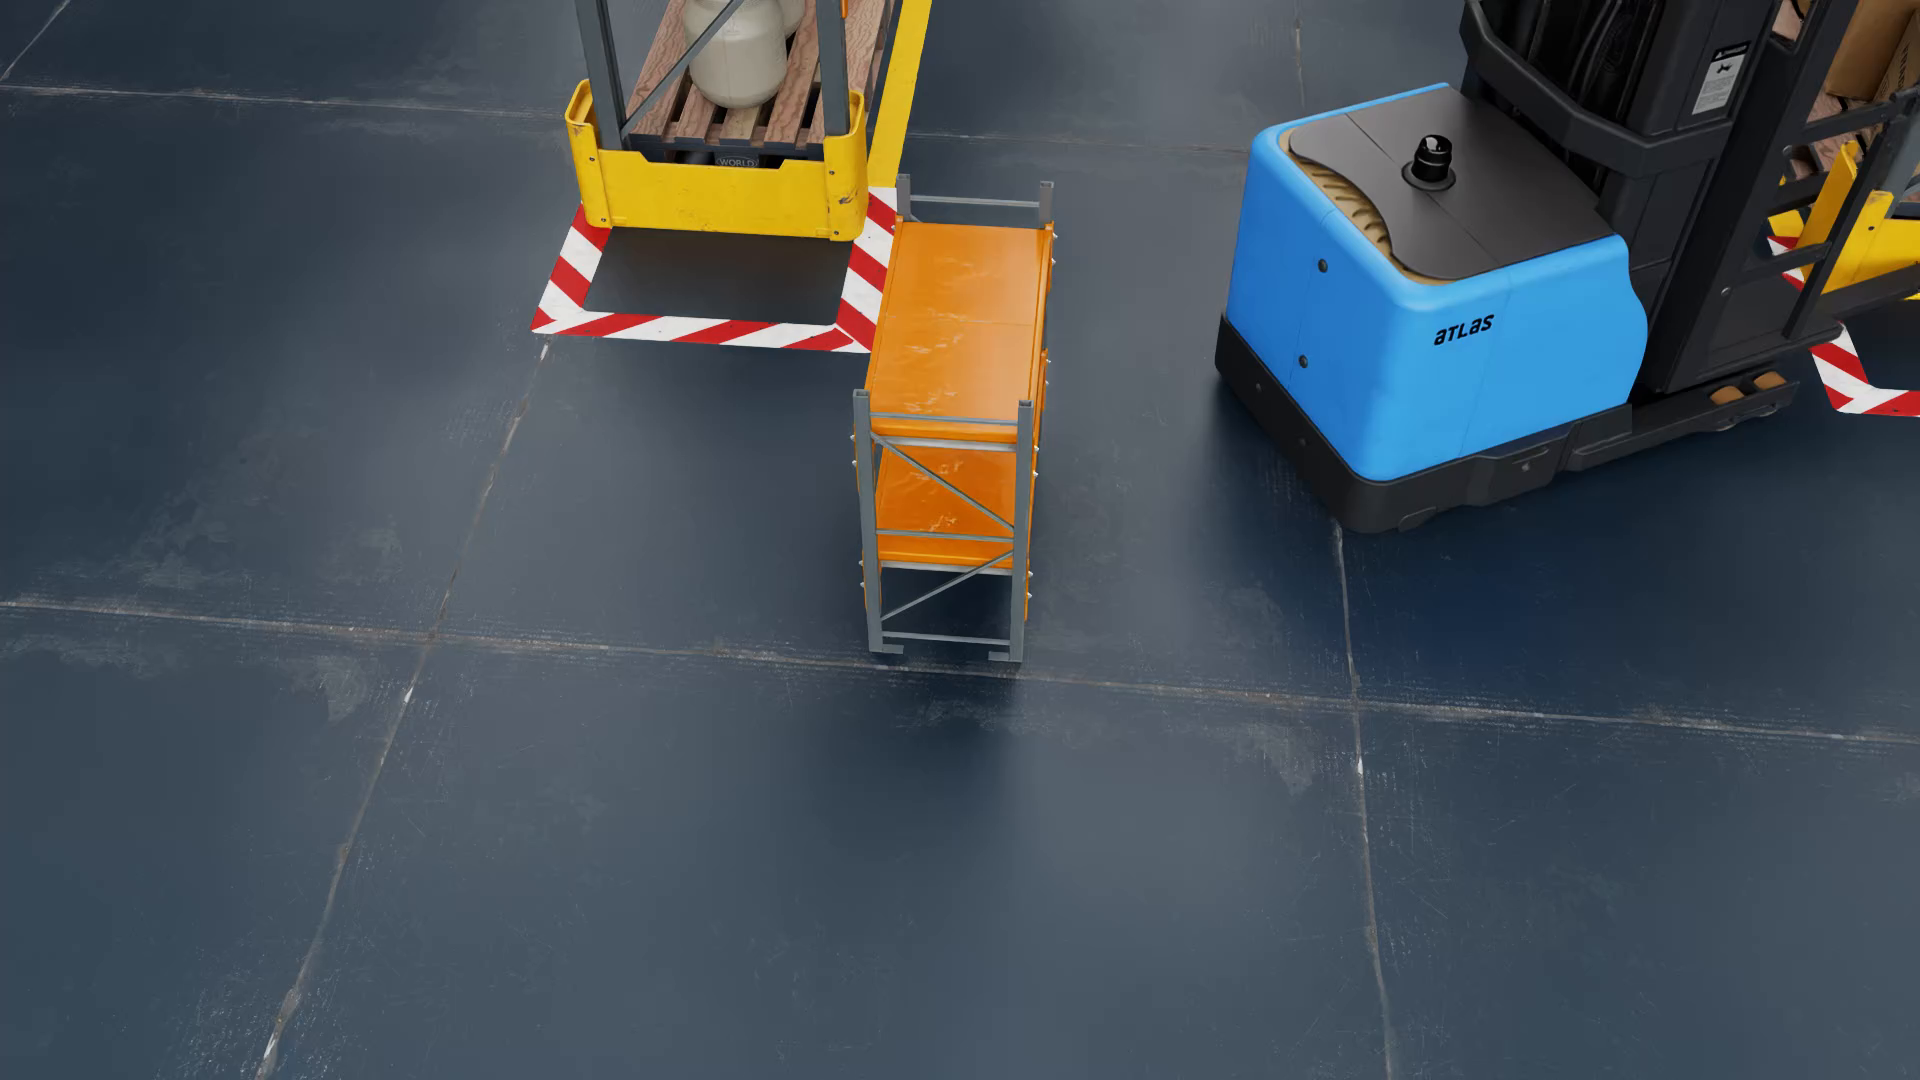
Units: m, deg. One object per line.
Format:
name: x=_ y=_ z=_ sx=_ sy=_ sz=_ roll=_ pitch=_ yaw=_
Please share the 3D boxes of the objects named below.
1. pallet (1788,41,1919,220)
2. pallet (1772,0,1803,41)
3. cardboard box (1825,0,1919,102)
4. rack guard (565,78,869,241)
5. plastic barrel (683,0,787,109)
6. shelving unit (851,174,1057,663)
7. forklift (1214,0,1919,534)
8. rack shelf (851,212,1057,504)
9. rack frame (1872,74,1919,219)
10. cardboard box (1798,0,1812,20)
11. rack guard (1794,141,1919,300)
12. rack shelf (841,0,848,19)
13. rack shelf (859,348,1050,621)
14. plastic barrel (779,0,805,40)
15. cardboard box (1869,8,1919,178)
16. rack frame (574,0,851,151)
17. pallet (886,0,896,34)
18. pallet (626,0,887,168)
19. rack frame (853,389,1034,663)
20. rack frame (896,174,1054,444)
pallet: x=4.108 y=-1.728 z=7.187 sx=1.003 sy=0.211 sz=1.213 roll=4 pitch=48 yaw=4
pallet: x=4.222 y=-2.622 z=8.005 sx=1.003 sy=0.211 sz=1.213 roll=4 pitch=48 yaw=4
cardboard box: x=4.086 y=-2.216 z=7.154 sx=0.500 sy=0.500 sz=0.500 roll=15 pitch=49 yaw=14
rack guard: x=-0.980 y=-1.567 z=6.845 sx=1.175 sy=0.500 sz=0.348 roll=4 pitch=48 yaw=4
plastic barrel: x=-0.956 y=-2.143 z=7.078 sx=0.421 sy=0.512 sz=0.421 roll=0 pitch=48 yaw=0
shelving unit: x=0.001 y=-0.385 z=5.339 sx=0.538 sy=1.125 sz=1.048 roll=4 pitch=48 yaw=4
forklift: x=2.524 y=-1.733 z=5.348 sx=3.031 sy=2.935 sz=1.130 roll=-18 pitch=50 yaw=-15
rack shelf: x=0.001 y=-0.582 z=5.123 sx=0.538 sy=0.278 sz=1.000 roll=4 pitch=48 yaw=4
rack frame: x=3.992 y=-2.019 z=5.564 sx=1.000 sy=3.000 sz=0.127 roll=4 pitch=48 yaw=4
cardboard box: x=4.162 y=-2.675 z=7.573 sx=0.500 sy=0.500 sz=0.500 roll=8 pitch=48 yaw=7
rack guard: x=3.999 y=-1.231 z=6.537 sx=1.175 sy=0.500 sz=0.348 roll=4 pitch=48 yaw=4
rack shelf: x=-0.758 y=-3.579 z=7.478 sx=1.077 sy=0.370 sz=4.000 roll=4 pitch=48 yaw=4
rack shelf: x=0.001 y=-0.220 z=5.520 sx=0.538 sy=0.278 sz=1.000 roll=4 pitch=48 yaw=4
plastic barrel: x=-0.911 y=-2.511 z=7.415 sx=0.421 sy=0.512 sz=0.421 roll=0 pitch=48 yaw=0
cardboard box: x=4.066 y=-1.775 z=6.750 sx=0.500 sy=0.500 sz=0.500 roll=12 pitch=49 yaw=11
rack frame: x=-0.940 y=-2.352 z=5.868 sx=1.000 sy=3.000 sz=0.127 roll=4 pitch=48 yaw=4
pallet: x=-0.787 y=-2.960 z=8.315 sx=1.003 sy=0.211 sz=1.213 roll=4 pitch=48 yaw=4
pallet: x=-0.901 y=-2.066 z=7.497 sx=1.003 sy=0.211 sz=1.213 roll=4 pitch=48 yaw=4
rack frame: x=-0.046 y=-0.011 z=4.998 sx=0.500 sy=1.125 sz=0.032 roll=4 pitch=48 yaw=4
rack frame: x=0.047 y=-0.758 z=5.681 sx=0.500 sy=1.125 sz=0.032 roll=4 pitch=48 yaw=4
